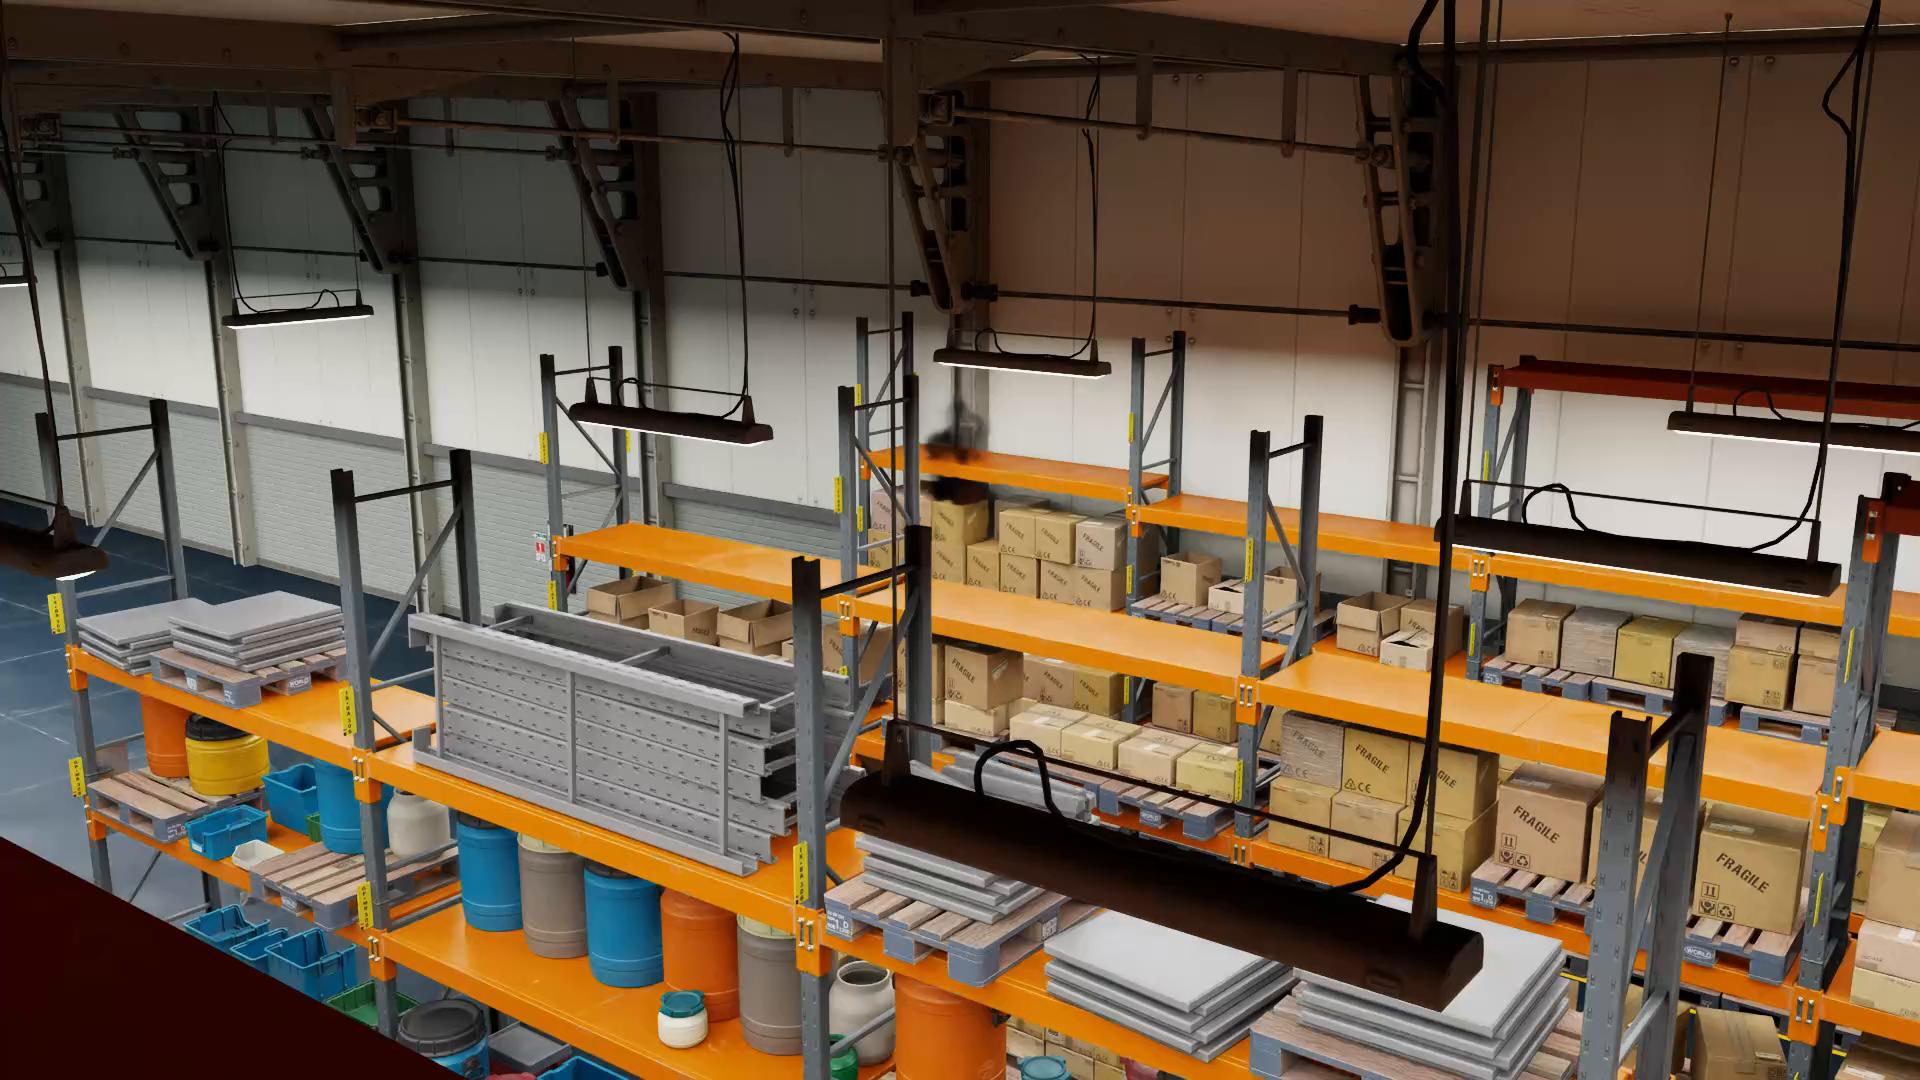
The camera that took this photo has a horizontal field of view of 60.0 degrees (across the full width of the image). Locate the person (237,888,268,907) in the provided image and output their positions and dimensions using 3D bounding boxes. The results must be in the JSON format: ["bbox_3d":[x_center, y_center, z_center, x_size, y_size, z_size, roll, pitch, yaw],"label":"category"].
[{"bbox_3d":[-7.685,3.182,17.890,0.708,1.740,0.579,-6,14,-25],"label":"person"}]
